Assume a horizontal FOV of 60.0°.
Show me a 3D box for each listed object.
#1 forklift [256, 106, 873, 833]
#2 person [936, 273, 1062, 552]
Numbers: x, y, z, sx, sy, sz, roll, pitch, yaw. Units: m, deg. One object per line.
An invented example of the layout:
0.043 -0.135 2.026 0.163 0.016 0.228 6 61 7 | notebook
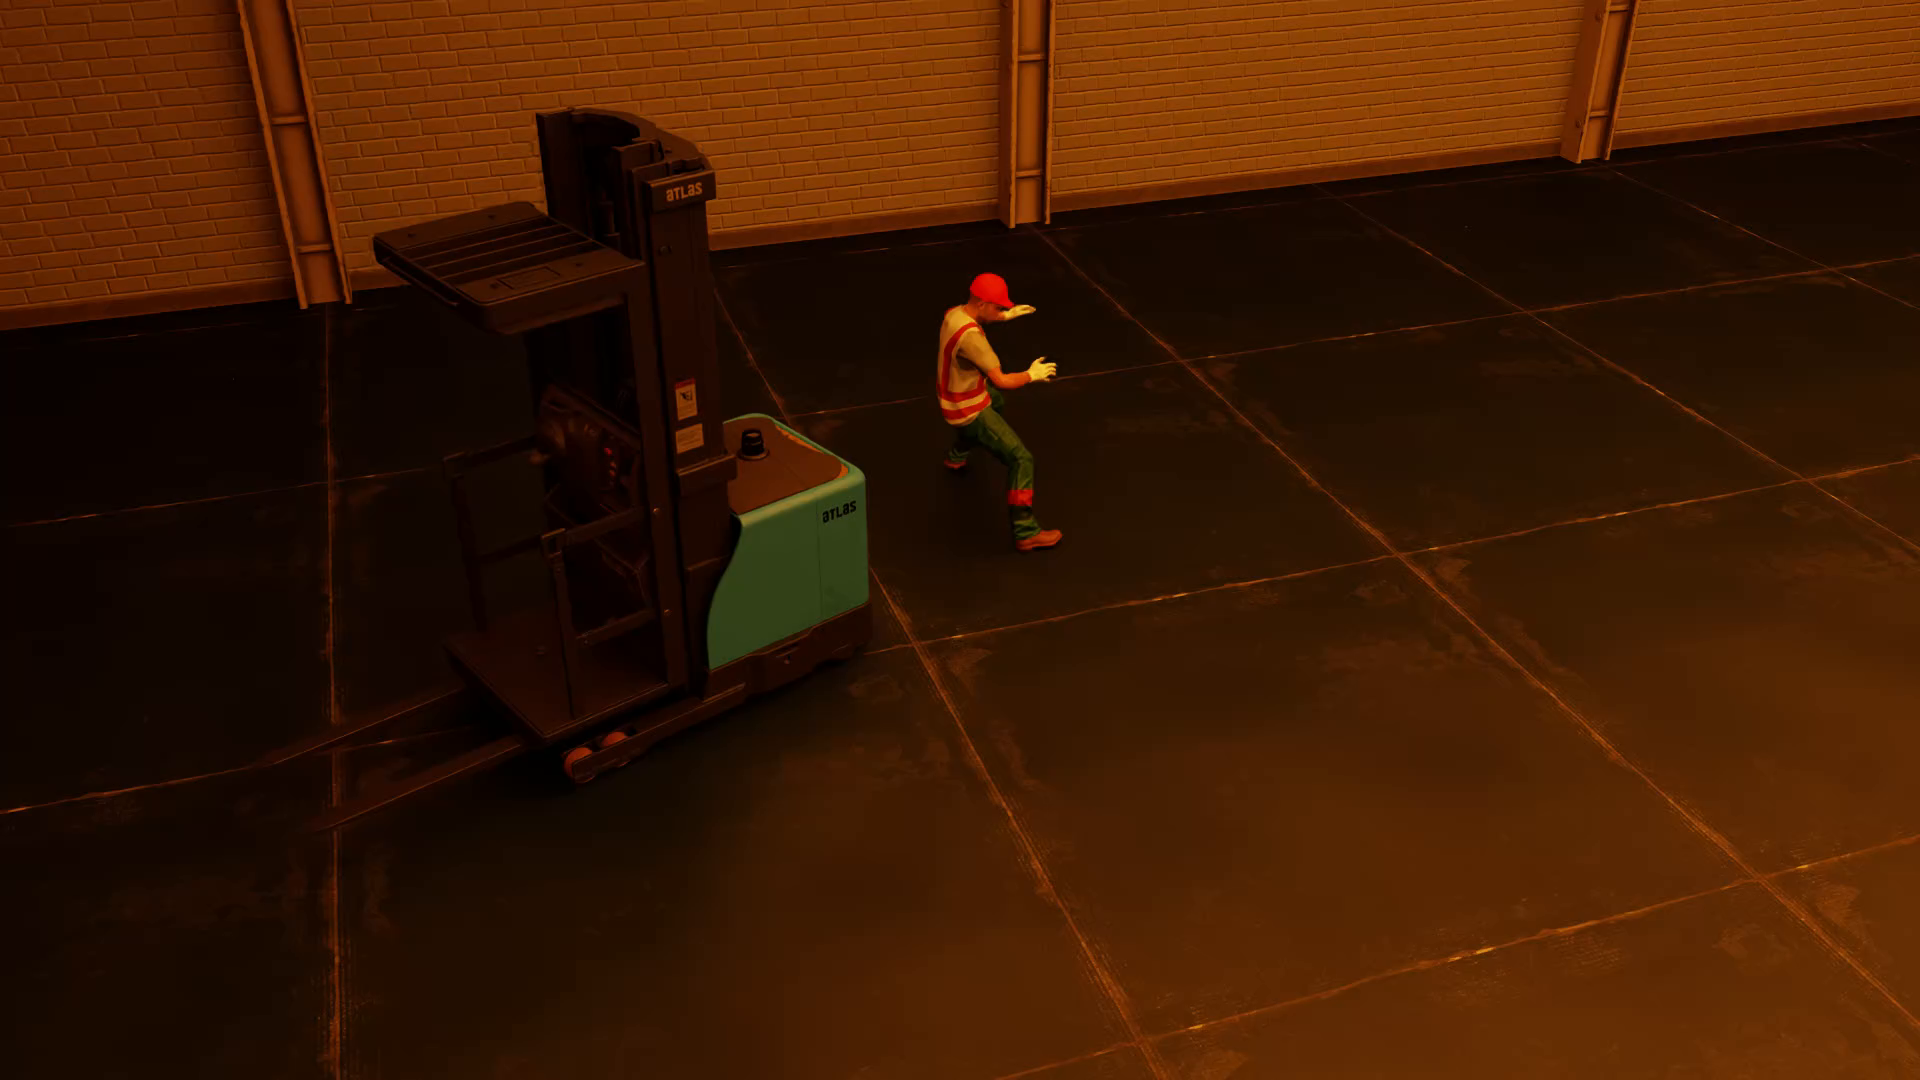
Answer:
-1.922 -0.400 7.782 3.031 2.935 1.130 -23 37 -34 | forklift
0.204 -0.892 10.026 0.692 1.548 1.229 -4 30 -6 | person
